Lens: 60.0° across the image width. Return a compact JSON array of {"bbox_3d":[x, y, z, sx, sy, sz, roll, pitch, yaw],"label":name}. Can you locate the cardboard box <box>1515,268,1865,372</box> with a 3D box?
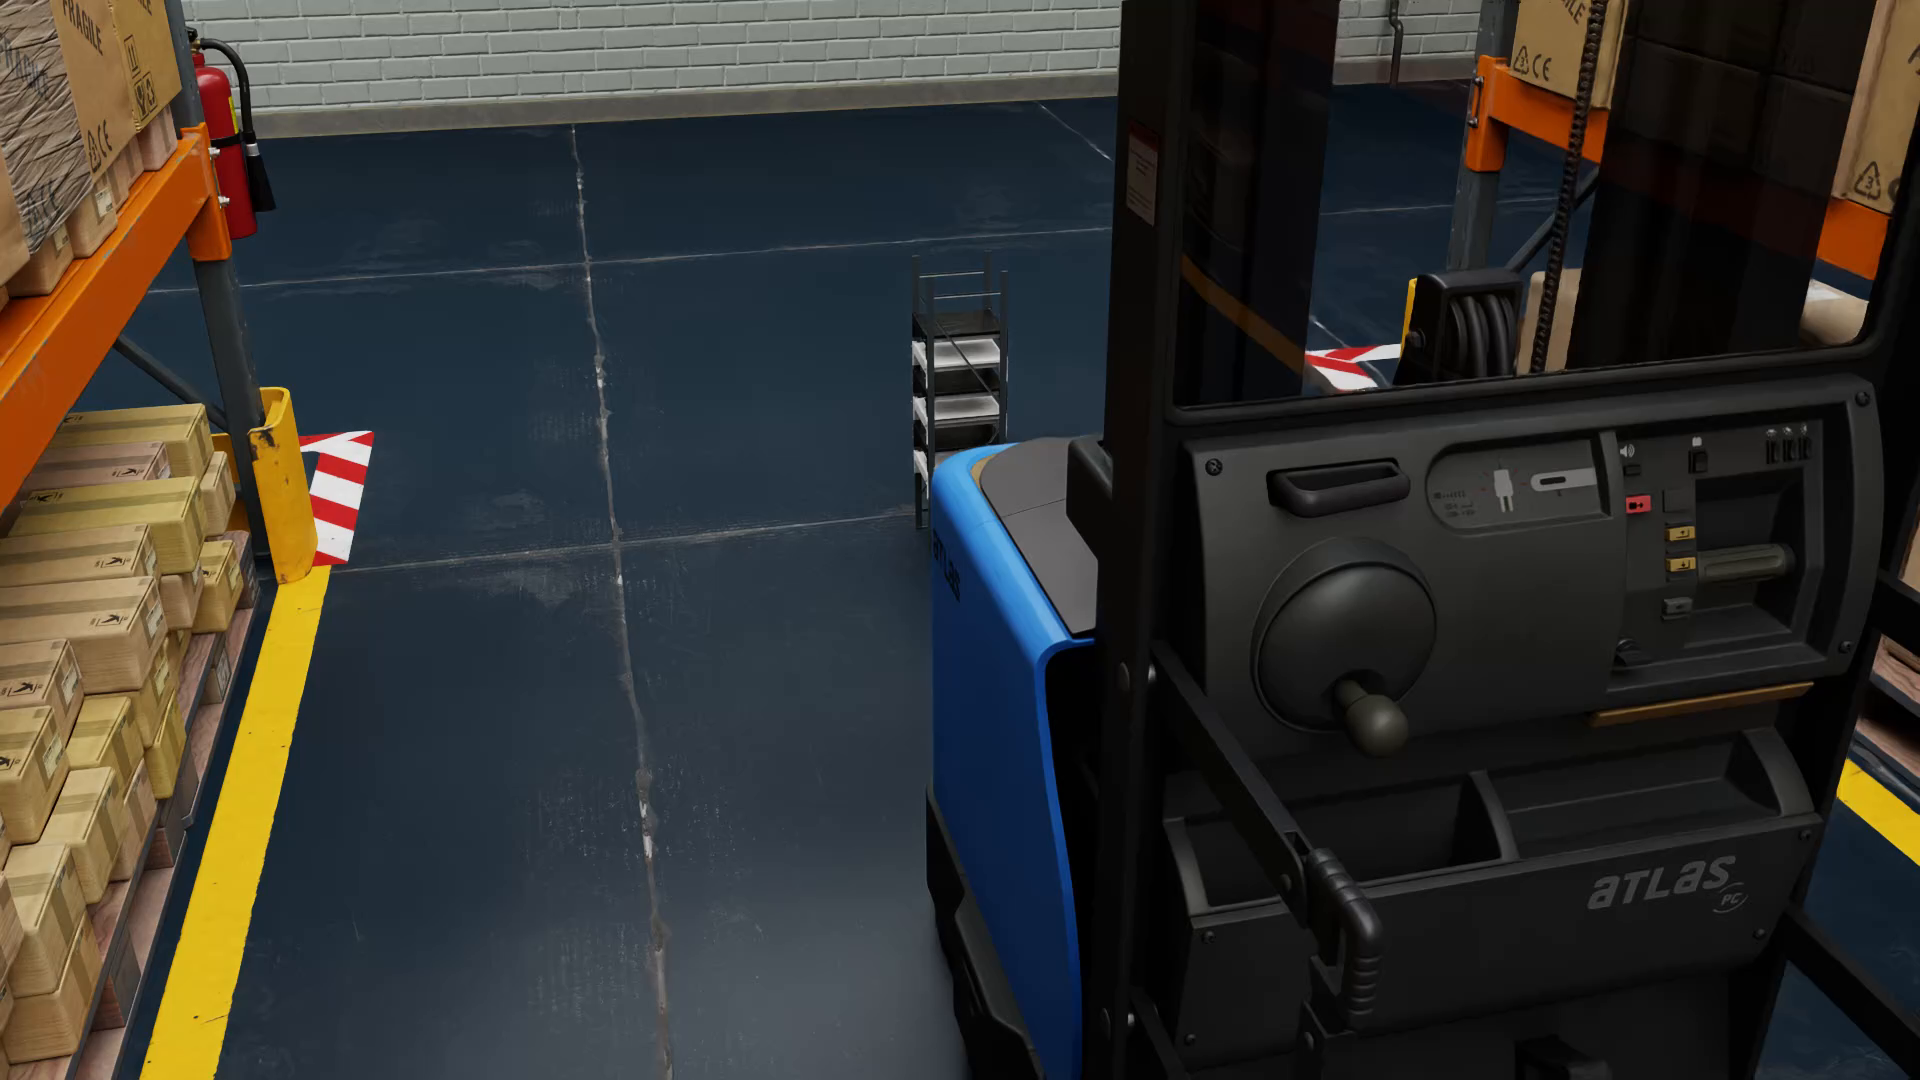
[{"bbox_3d":[2.458,-0.574,5.436,0.875,0.438,0.875,-7,28,-13],"label":"cardboard box"}]

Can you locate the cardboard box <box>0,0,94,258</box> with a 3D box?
[{"bbox_3d":[-2.001,-0.821,3.107,0.500,0.500,0.500,-6,27,-11],"label":"cardboard box"}]

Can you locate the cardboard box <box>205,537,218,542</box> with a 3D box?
[{"bbox_3d":[-2.266,0.032,4.556,0.380,0.149,0.250,-5,27,-11],"label":"cardboard box"}]

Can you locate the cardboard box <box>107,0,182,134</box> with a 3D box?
[{"bbox_3d":[-2.236,-1.270,3.995,0.500,0.500,0.500,-5,27,-11],"label":"cardboard box"}]

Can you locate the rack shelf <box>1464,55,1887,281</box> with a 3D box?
[{"bbox_3d":[2.663,-0.611,3.930,1.077,0.370,4.000,-6,27,-12],"label":"rack shelf"}]

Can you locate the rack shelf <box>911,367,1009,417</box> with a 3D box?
[{"bbox_3d":[-0.002,-0.456,5.029,0.258,0.077,0.200,-6,27,-12],"label":"rack shelf"}]

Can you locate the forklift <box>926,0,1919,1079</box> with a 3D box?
[{"bbox_3d":[0.781,0.065,1.868,1.130,2.935,3.031,-6,27,-12],"label":"forklift"}]

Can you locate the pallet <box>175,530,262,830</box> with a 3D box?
[{"bbox_3d":[-2.422,0.375,4.272,1.003,0.211,1.213,-6,27,-12],"label":"pallet"}]

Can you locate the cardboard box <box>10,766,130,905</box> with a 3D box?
[{"bbox_3d":[-1.814,0.578,3.143,0.380,0.149,0.250,-6,27,-11],"label":"cardboard box"}]

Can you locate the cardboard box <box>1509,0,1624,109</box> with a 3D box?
[{"bbox_3d":[2.041,-1.615,5.010,0.500,0.500,0.500,-6,27,-12],"label":"cardboard box"}]

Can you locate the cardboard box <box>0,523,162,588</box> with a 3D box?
[{"bbox_3d":[-2.042,0.100,3.760,0.380,0.149,0.250,-7,28,-14],"label":"cardboard box"}]

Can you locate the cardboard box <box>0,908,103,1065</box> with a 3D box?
[{"bbox_3d":[-1.787,0.820,2.994,0.380,0.149,0.250,-7,28,-13],"label":"cardboard box"}]

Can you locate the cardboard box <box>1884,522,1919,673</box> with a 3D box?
[{"bbox_3d":[2.874,0.223,3.858,0.875,0.438,0.875,-7,28,-13],"label":"cardboard box"}]

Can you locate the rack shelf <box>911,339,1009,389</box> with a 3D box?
[{"bbox_3d":[-0.002,-0.536,4.988,0.258,0.077,0.200,-6,27,-12],"label":"rack shelf"}]

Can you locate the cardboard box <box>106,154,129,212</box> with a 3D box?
[{"bbox_3d":[-2.148,-0.815,3.815,0.380,0.149,0.250,-6,27,-12],"label":"cardboard box"}]

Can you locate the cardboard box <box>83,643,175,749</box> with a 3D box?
[{"bbox_3d":[-1.943,0.346,3.604,0.380,0.149,0.250,-6,27,-11],"label":"cardboard box"}]

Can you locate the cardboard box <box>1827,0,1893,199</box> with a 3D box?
[{"bbox_3d":[2.279,-1.171,4.129,0.500,0.500,0.500,-6,27,-12],"label":"cardboard box"}]

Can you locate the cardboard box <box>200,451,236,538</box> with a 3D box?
[{"bbox_3d":[-2.191,-0.108,4.503,0.380,0.149,0.250,-7,28,-13],"label":"cardboard box"}]

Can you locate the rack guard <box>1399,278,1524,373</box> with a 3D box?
[{"bbox_3d":[2.207,-0.705,6.092,1.175,0.500,0.348,-6,27,-12],"label":"rack guard"}]

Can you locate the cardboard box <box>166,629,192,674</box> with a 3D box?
[{"bbox_3d":[-2.134,0.259,4.105,0.380,0.149,0.250,-6,27,-12],"label":"cardboard box"}]

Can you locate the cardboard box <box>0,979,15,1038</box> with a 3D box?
[{"bbox_3d":[-1.788,0.806,2.691,0.380,0.149,0.250,-5,27,-9],"label":"cardboard box"}]

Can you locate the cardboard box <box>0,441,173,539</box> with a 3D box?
[{"bbox_3d":[-2.221,-0.121,4.198,0.380,0.149,0.250,-5,27,-11],"label":"cardboard box"}]

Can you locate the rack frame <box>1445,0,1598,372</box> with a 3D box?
[{"bbox_3d":[2.212,-1.810,5.508,1.000,3.000,0.127,-6,27,-12],"label":"rack frame"}]

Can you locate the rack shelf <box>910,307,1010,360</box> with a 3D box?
[{"bbox_3d":[-0.002,-0.617,4.948,0.258,0.077,0.200,-6,27,-12],"label":"rack shelf"}]

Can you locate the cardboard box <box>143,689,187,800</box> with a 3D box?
[{"bbox_3d":[-1.947,0.472,3.684,0.380,0.149,0.250,-7,28,-14],"label":"cardboard box"}]

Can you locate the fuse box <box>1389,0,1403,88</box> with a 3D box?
[{"bbox_3d":[2.998,-3.857,10.993,0.539,1.711,0.414,-6,27,-12],"label":"fuse box"}]

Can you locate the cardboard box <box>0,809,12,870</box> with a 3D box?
[{"bbox_3d":[-1.872,0.564,2.842,0.380,0.149,0.250,-7,28,-14],"label":"cardboard box"}]

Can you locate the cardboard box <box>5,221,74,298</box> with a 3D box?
[{"bbox_3d":[-2.037,-0.587,3.362,0.380,0.149,0.250,-7,28,-14],"label":"cardboard box"}]

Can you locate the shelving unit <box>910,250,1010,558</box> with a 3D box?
[{"bbox_3d":[-0.002,-0.405,5.054,0.258,0.900,0.210,-6,27,-12],"label":"shelving unit"}]

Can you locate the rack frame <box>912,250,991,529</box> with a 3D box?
[{"bbox_3d":[-0.025,-0.450,5.143,0.240,0.900,0.006,-6,27,-12],"label":"rack frame"}]

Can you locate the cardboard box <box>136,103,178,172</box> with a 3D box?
[{"bbox_3d":[-2.239,-1.037,4.254,0.380,0.149,0.250,-6,27,-12],"label":"cardboard box"}]

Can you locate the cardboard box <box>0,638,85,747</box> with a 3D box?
[{"bbox_3d":[-1.976,0.339,3.286,0.380,0.149,0.250,-7,28,-13],"label":"cardboard box"}]
